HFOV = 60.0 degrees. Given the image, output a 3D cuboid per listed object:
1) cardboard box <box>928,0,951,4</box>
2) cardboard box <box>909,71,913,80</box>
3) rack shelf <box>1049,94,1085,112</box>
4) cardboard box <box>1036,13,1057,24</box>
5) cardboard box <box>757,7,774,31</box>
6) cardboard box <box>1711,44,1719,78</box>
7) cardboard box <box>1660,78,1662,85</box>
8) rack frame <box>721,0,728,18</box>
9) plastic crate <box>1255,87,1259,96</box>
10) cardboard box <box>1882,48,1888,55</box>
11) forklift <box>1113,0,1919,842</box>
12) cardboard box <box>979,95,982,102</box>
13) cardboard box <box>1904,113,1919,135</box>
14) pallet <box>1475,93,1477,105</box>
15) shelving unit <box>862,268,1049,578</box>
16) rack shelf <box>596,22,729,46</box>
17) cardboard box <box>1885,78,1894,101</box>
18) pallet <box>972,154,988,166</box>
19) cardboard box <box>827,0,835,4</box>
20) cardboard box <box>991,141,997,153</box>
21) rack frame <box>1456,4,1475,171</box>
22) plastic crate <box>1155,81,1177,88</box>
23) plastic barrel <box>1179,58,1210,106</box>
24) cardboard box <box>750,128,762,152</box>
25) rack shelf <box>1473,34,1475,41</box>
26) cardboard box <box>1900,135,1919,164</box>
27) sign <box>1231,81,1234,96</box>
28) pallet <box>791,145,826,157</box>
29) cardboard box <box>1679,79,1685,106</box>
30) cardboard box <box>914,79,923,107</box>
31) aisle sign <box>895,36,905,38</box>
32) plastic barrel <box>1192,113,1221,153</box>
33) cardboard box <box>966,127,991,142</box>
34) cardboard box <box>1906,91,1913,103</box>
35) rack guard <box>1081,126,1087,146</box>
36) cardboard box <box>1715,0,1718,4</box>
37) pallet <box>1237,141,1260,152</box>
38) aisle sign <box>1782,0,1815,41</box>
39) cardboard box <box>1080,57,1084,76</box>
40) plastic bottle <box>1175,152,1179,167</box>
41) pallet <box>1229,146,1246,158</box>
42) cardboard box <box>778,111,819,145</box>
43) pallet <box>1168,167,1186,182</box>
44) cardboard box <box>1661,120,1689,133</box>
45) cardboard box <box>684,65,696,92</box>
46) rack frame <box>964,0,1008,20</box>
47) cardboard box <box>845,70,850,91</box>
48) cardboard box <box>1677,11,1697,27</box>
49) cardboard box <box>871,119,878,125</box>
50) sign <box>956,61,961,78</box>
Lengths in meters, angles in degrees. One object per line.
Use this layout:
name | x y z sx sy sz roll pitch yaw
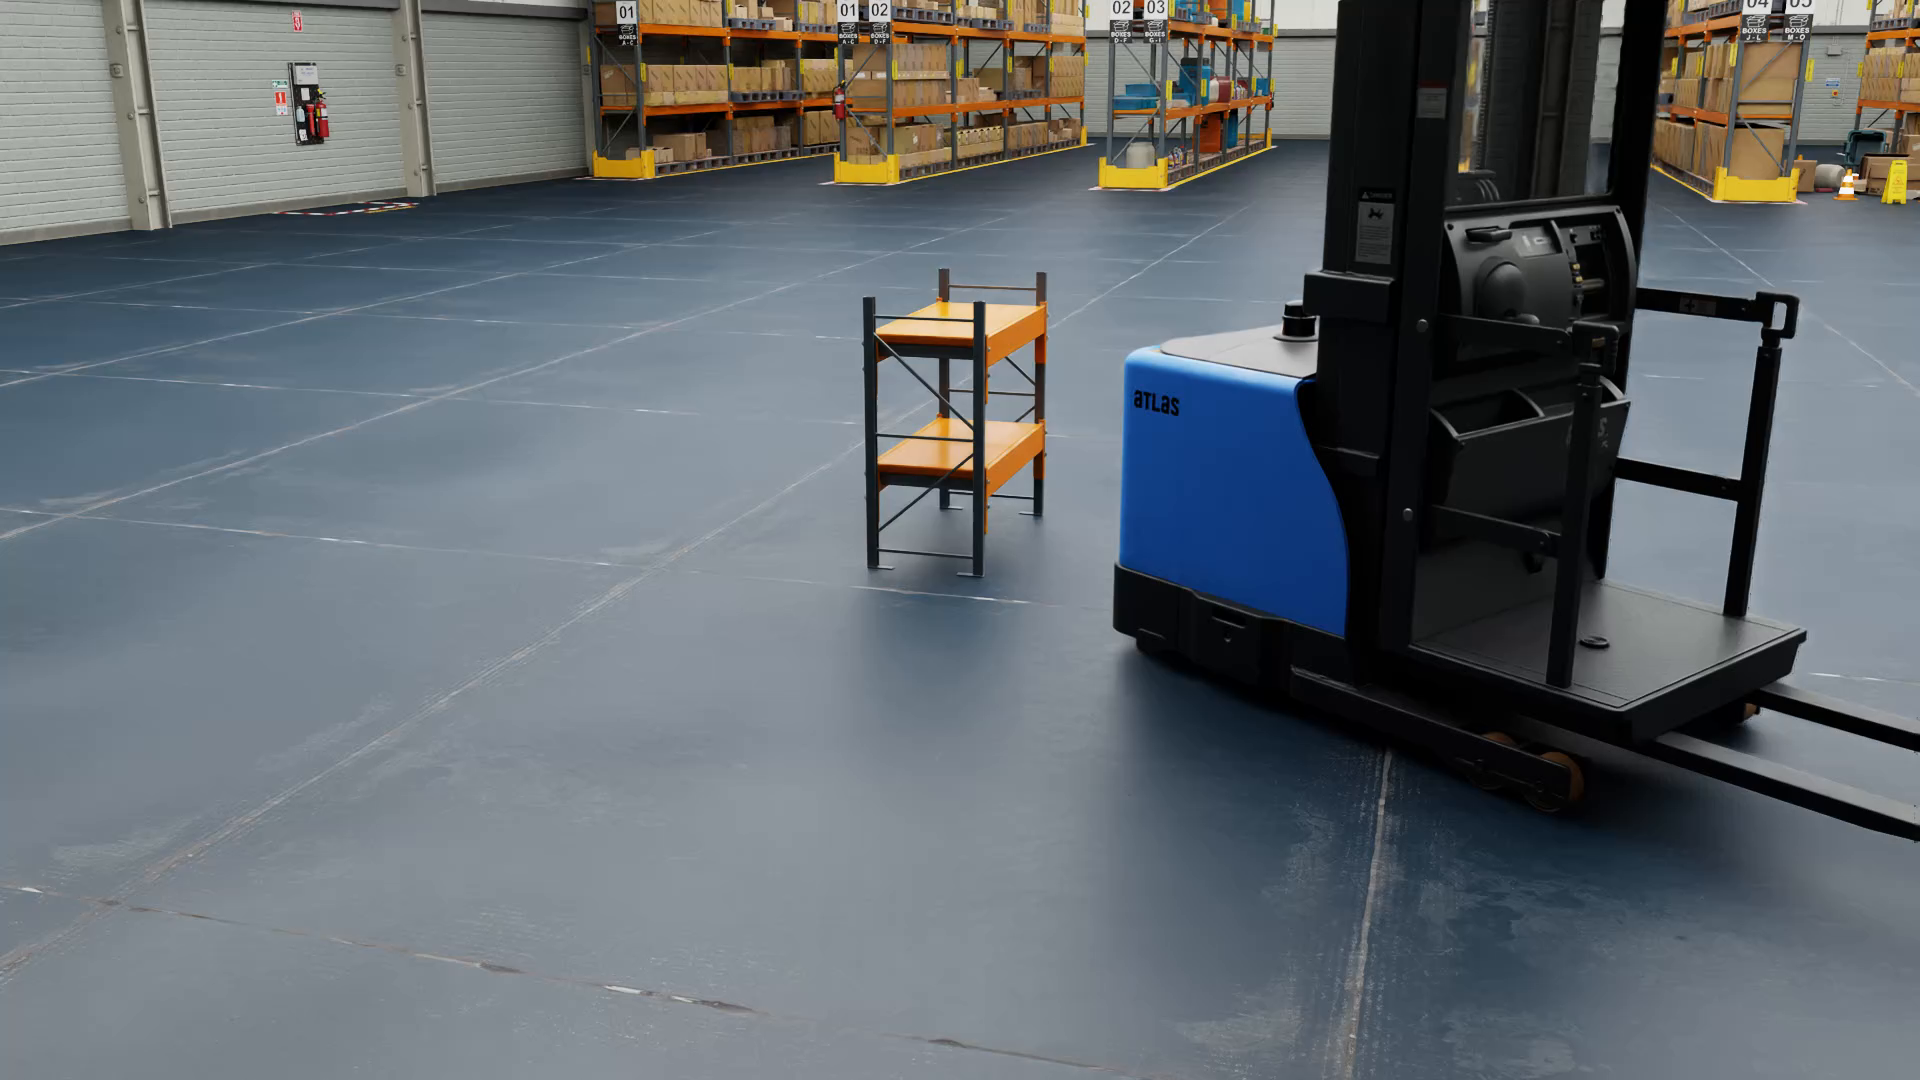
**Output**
cardboard box | -0.347 -11.130 33.706 0.500 0.500 0.500 5 17 17
cardboard box | -1.087 -8.708 31.160 0.380 0.149 0.250 4 16 14
rack shelf | 2.281 -11.308 43.018 1.077 0.370 4.000 5 16 16
cardboard box | 2.089 -12.850 40.999 0.500 0.250 0.500 5 16 16
cardboard box | -4.631 -11.638 37.140 0.797 0.503 0.637 7 17 24
cardboard box | 13.195 -8.072 28.037 0.875 0.550 0.550 5 16 16
cardboard box | 14.722 -9.497 34.462 0.380 0.149 0.250 5 16 16
rack frame | -5.311 -12.307 34.229 1.000 3.000 0.127 5 16 16
plastic crate | 7.260 -11.183 41.457 0.416 0.233 0.300 5 16 16
cardboard box | 21.001 -11.007 37.434 0.380 0.149 0.250 4 16 15
forklift | 1.868 -0.803 4.788 1.130 2.935 3.031 -13 20 -37
cardboard box | 0.268 -9.625 36.228 0.380 0.149 0.250 6 17 20
cardboard box | 20.612 -8.605 35.293 0.875 0.875 0.875 5 17 18
pallet | 9.973 -9.028 34.014 1.213 0.211 1.003 5 16 16
shelving unit | 0.002 -0.543 7.182 0.538 1.125 1.048 5 16 16
rack shelf | -5.879 -9.995 32.891 1.077 0.370 4.000 5 16 16
cardboard box | 20.739 -9.917 36.614 0.500 0.500 0.500 4 16 15
pallet | -0.044 -8.212 35.896 1.003 0.211 1.213 5 16 16
cardboard box | -3.413 -13.358 41.065 0.500 0.250 0.500 6 17 20
cardboard box | 0.518 -8.672 36.675 0.500 0.250 0.500 4 16 15
rack frame | 7.800 -7.222 27.295 1.000 3.000 0.127 5 16 16
plastic crate | 4.032 -8.834 32.860 0.402 0.464 0.583 5 16 16
plastic barrel | 4.588 -8.972 32.544 0.600 0.901 0.708 5 16 16
cardboard box | -4.835 -8.893 36.962 0.700 0.500 0.500 5 17 17
rack shelf | 10.641 -10.935 36.208 1.077 0.370 4.000 5 16 16
cardboard box | 16.723 -6.792 28.972 0.500 0.500 0.500 5 16 16
sign | 5.854 -9.737 35.862 0.100 0.325 0.005 5 16 16
pallet | -3.878 -9.326 39.824 1.003 0.211 1.213 5 16 16
cardboard box | 14.128 -8.591 31.936 0.500 0.500 0.500 5 16 16
cardboard box | -1.115 -8.566 31.849 0.700 0.500 0.500 5 17 18
aisle sign | -1.593 -13.807 45.745 0.394 0.787 0.004 5 16 16
plastic barrel | 5.447 -8.987 36.723 0.600 0.830 0.708 5 16 16
cardboard box | 0.376 -8.809 36.131 0.500 0.311 0.500 5 16 16
cardboard box | 20.187 -9.291 34.863 0.500 0.250 0.500 4 16 15
rack guard | 2.828 -10.955 45.036 1.175 0.500 0.348 5 16 16
cardboard box | 13.018 -9.162 28.146 0.380 0.149 0.250 4 16 15
pallet | 6.978 -9.920 41.916 1.003 0.211 1.213 5 16 16
aisle sign | 12.794 -8.020 25.343 0.394 0.787 0.004 5 16 16
cardboard box | 2.987 -12.569 44.129 0.500 0.500 0.500 4 16 15
plastic bottle | 4.048 -7.124 31.144 0.097 0.271 0.097 0 16 0
pallet | 6.202 -9.206 39.398 1.003 0.211 1.213 5 16 16
cardboard box | -3.839 -9.818 39.615 0.750 0.750 0.750 4 16 15
pallet | 3.612 -6.819 30.982 1.003 0.211 1.213 5 16 16
cardboard box | 14.876 -8.597 34.577 0.500 0.250 0.500 5 17 17
cardboard box | -5.586 -9.174 33.039 0.500 0.500 0.500 5 17 18
rack frame | 0.576 -12.970 36.567 1.000 3.000 0.127 5 16 16
cardboard box | -3.062 -11.440 41.401 0.500 0.500 0.500 5 17 16
cardboard box | 14.719 -10.564 33.398 0.500 0.500 0.500 5 16 16
cardboard box | -2.581 -10.832 43.834 0.700 0.500 0.500 4 16 15
sign | -0.028 -9.450 33.417 0.100 0.325 0.005 5 16 16
